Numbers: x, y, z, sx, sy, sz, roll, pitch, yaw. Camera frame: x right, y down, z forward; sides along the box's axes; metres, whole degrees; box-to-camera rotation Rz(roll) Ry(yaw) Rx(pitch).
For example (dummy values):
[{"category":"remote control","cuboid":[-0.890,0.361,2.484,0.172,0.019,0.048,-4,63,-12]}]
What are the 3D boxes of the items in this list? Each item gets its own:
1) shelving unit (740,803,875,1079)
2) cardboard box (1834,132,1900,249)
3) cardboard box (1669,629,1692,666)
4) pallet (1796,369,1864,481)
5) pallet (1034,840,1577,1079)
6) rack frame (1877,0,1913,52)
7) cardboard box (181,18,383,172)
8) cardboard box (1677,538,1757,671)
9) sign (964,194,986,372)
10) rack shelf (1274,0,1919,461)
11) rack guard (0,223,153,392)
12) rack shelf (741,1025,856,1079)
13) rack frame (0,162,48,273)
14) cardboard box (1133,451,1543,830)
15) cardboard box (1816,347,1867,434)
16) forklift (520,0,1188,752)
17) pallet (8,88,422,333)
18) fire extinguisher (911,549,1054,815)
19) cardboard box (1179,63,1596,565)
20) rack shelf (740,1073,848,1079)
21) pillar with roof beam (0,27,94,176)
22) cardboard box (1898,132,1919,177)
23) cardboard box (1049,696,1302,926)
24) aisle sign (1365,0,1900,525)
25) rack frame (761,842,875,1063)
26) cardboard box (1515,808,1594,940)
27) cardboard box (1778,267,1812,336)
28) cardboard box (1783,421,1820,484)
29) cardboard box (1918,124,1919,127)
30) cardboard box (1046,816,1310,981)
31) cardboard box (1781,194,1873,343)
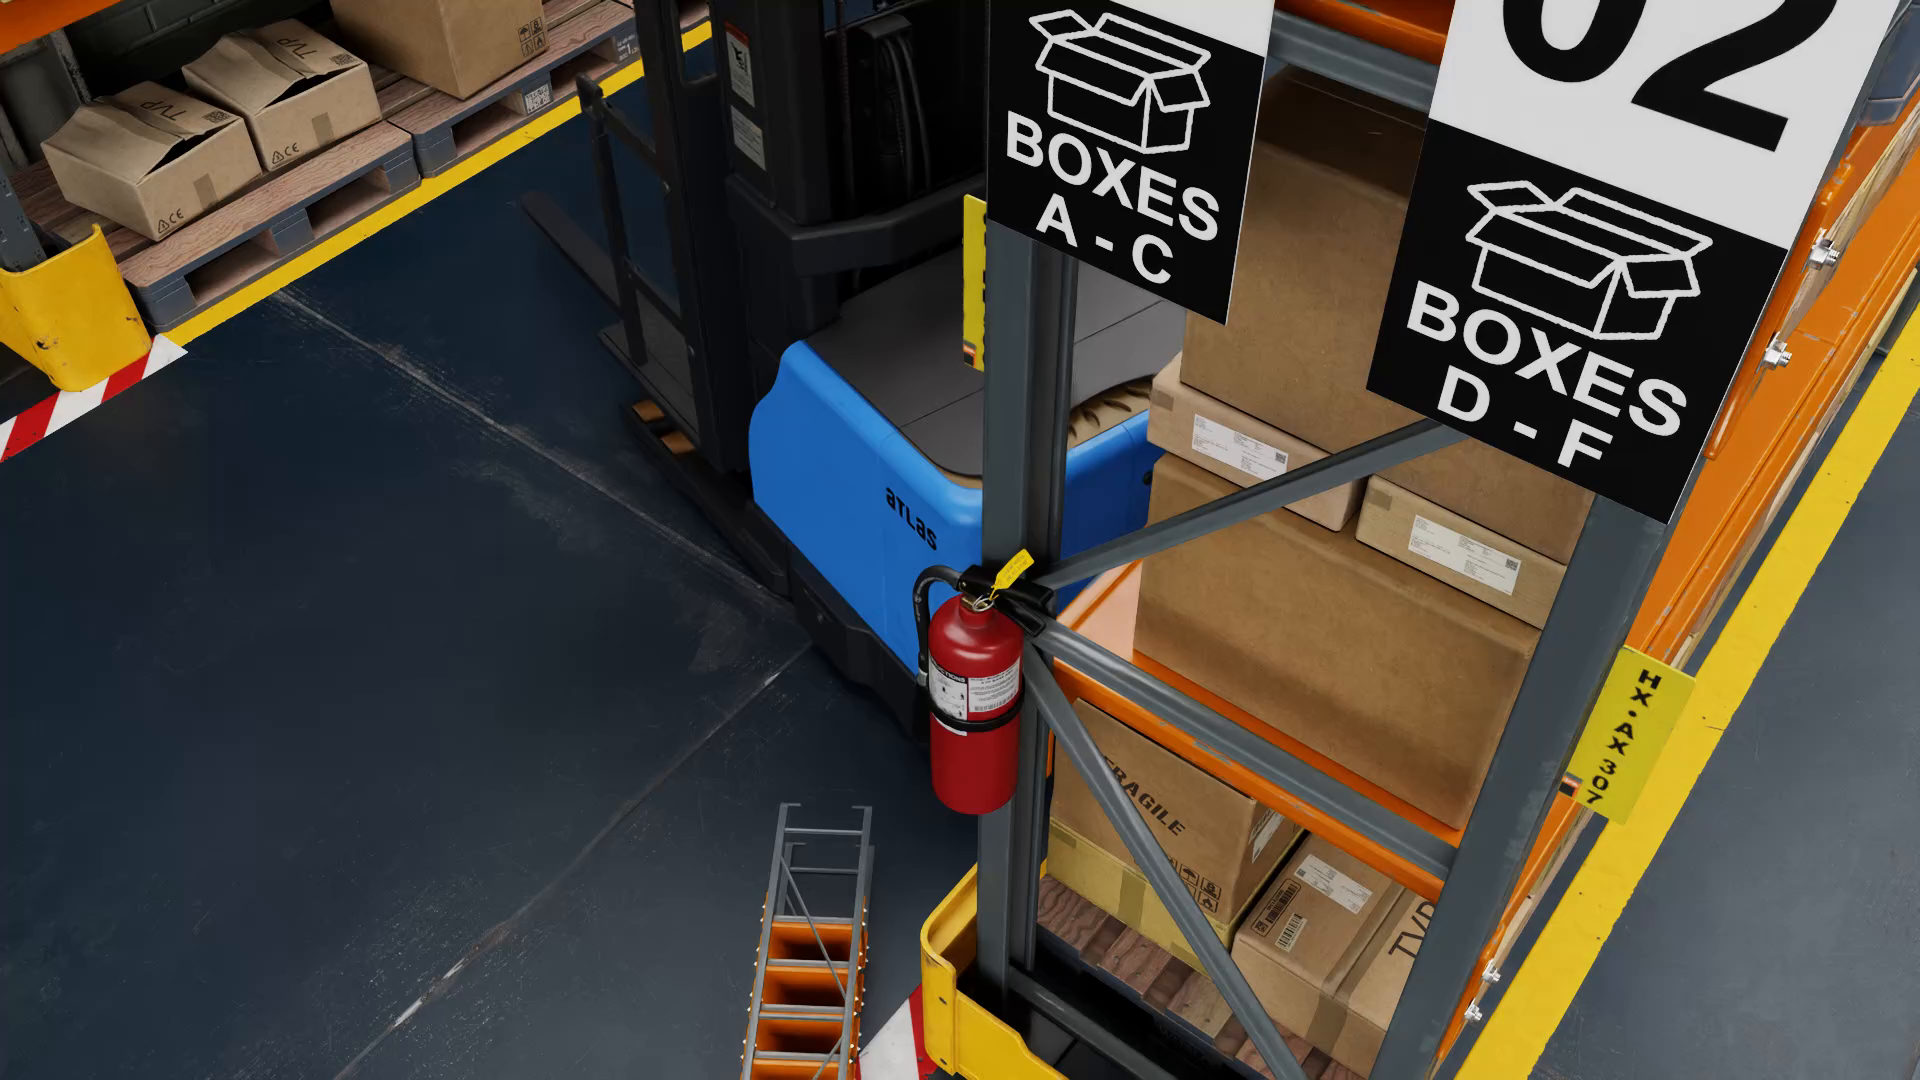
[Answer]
[{"category":"shelving unit","cuboid":[-0.374,1.186,3.983,0.258,0.189,1.200,2,46,2]},{"category":"cardboard box","cuboid":[1.664,-0.778,3.401,0.380,0.149,0.250,29,53,25]},{"category":"cardboard box","cuboid":[1.571,0.107,4.166,0.500,0.500,0.500,29,53,25]},{"category":"pallet","cuboid":[2.394,-0.541,5.621,1.003,0.211,1.213,29,53,25]},{"category":"pallet","cuboid":[0.902,0.855,4.287,1.003,0.211,1.213,29,53,25]},{"category":"rack frame","cuboid":[0.468,-1.724,0.674,1.000,3.000,0.127,29,53,25]},{"category":"cardboard box","cuboid":[-2.612,-1.745,6.398,0.500,0.311,0.500,34,55,28]},{"category":"cardboard box","cuboid":[1.890,0.087,4.704,0.500,0.250,0.500,29,53,25]},{"category":"sign","cuboid":[0.047,-0.381,2.575,0.100,0.325,0.005,29,53,25]},{"category":"rack shelf","cuboid":[1.690,-1.584,3.112,1.077,0.370,4.000,29,53,25]},{"category":"rack guard","cuboid":[-3.408,-1.020,5.878,1.175,0.500,0.348,29,53,25]},{"category":"rack shelf","cuboid":[-0.377,1.241,3.931,0.258,0.180,0.103,2,46,2]},{"category":"rack frame","cuboid":[-3.455,-1.840,4.933,1.000,3.000,0.127,29,53,25]},{"category":"cardboard box","cuboid":[0.763,0.052,3.057,0.700,0.500,0.500,29,53,25]},{"category":"cardboard box","cuboid":[2.489,-0.492,5.257,0.500,0.250,0.500,29,53,25]},{"category":"forklift","cuboid":[-0.467,-1.396,4.556,1.130,2.935,3.031,-28,52,-24]},{"category":"pallet","cuboid":[-2.884,-1.369,6.412,1.003,0.211,1.213,29,53,25]},{"category":"fire extinguisher","cuboid":[0.028,0.237,3.003,0.296,0.674,0.183,29,53,25]},{"category":"cardboard box","cuboid":[0.795,-0.426,2.616,0.700,0.500,0.500,29,53,25]},{"category":"rack shelf","cuboid":[-0.382,1.328,3.848,0.258,0.180,0.103,2,46,2]},{"category":"pillar with roof beam","cuboid":[-0.305,-2.792,1.694,9.100,9.000,0.400,29,53,25]},{"category":"cardboard box","cuboid":[2.330,-1.414,4.457,0.700,0.500,0.500,29,53,25]},{"category":"cardboard box","cuboid":[0.560,0.455,3.833,0.500,0.500,0.500,29,53,25]},{"category":"aisle sign","cuboid":[0.670,-0.377,1.738,0.394,0.787,0.004,29,53,25]},{"category":"rack frame","cuboid":[-0.374,1.250,4.049,0.240,0.006,1.200,2,46,2]},{"category":"cardboard box","cuboid":[1.274,0.657,4.159,0.500,0.250,0.500,29,53,25]},{"category":"cardboard box","cuboid":[1.347,-0.478,3.114,0.380,0.149,0.250,28,53,24]},{"category":"cardboard box","cuboid":[2.185,-0.464,4.712,0.500,0.500,0.500,29,53,25]},{"category":"cardboard box","cuboid":[1.979,-1.070,3.680,0.380,0.149,0.250,31,54,26]},{"category":"cardboard box","cuboid":[0.562,0.715,4.103,0.500,0.250,0.500,29,53,25]},{"category":"cardboard box","cuboid":[1.707,-0.835,3.904,0.700,0.500,0.500,31,54,26]}]
